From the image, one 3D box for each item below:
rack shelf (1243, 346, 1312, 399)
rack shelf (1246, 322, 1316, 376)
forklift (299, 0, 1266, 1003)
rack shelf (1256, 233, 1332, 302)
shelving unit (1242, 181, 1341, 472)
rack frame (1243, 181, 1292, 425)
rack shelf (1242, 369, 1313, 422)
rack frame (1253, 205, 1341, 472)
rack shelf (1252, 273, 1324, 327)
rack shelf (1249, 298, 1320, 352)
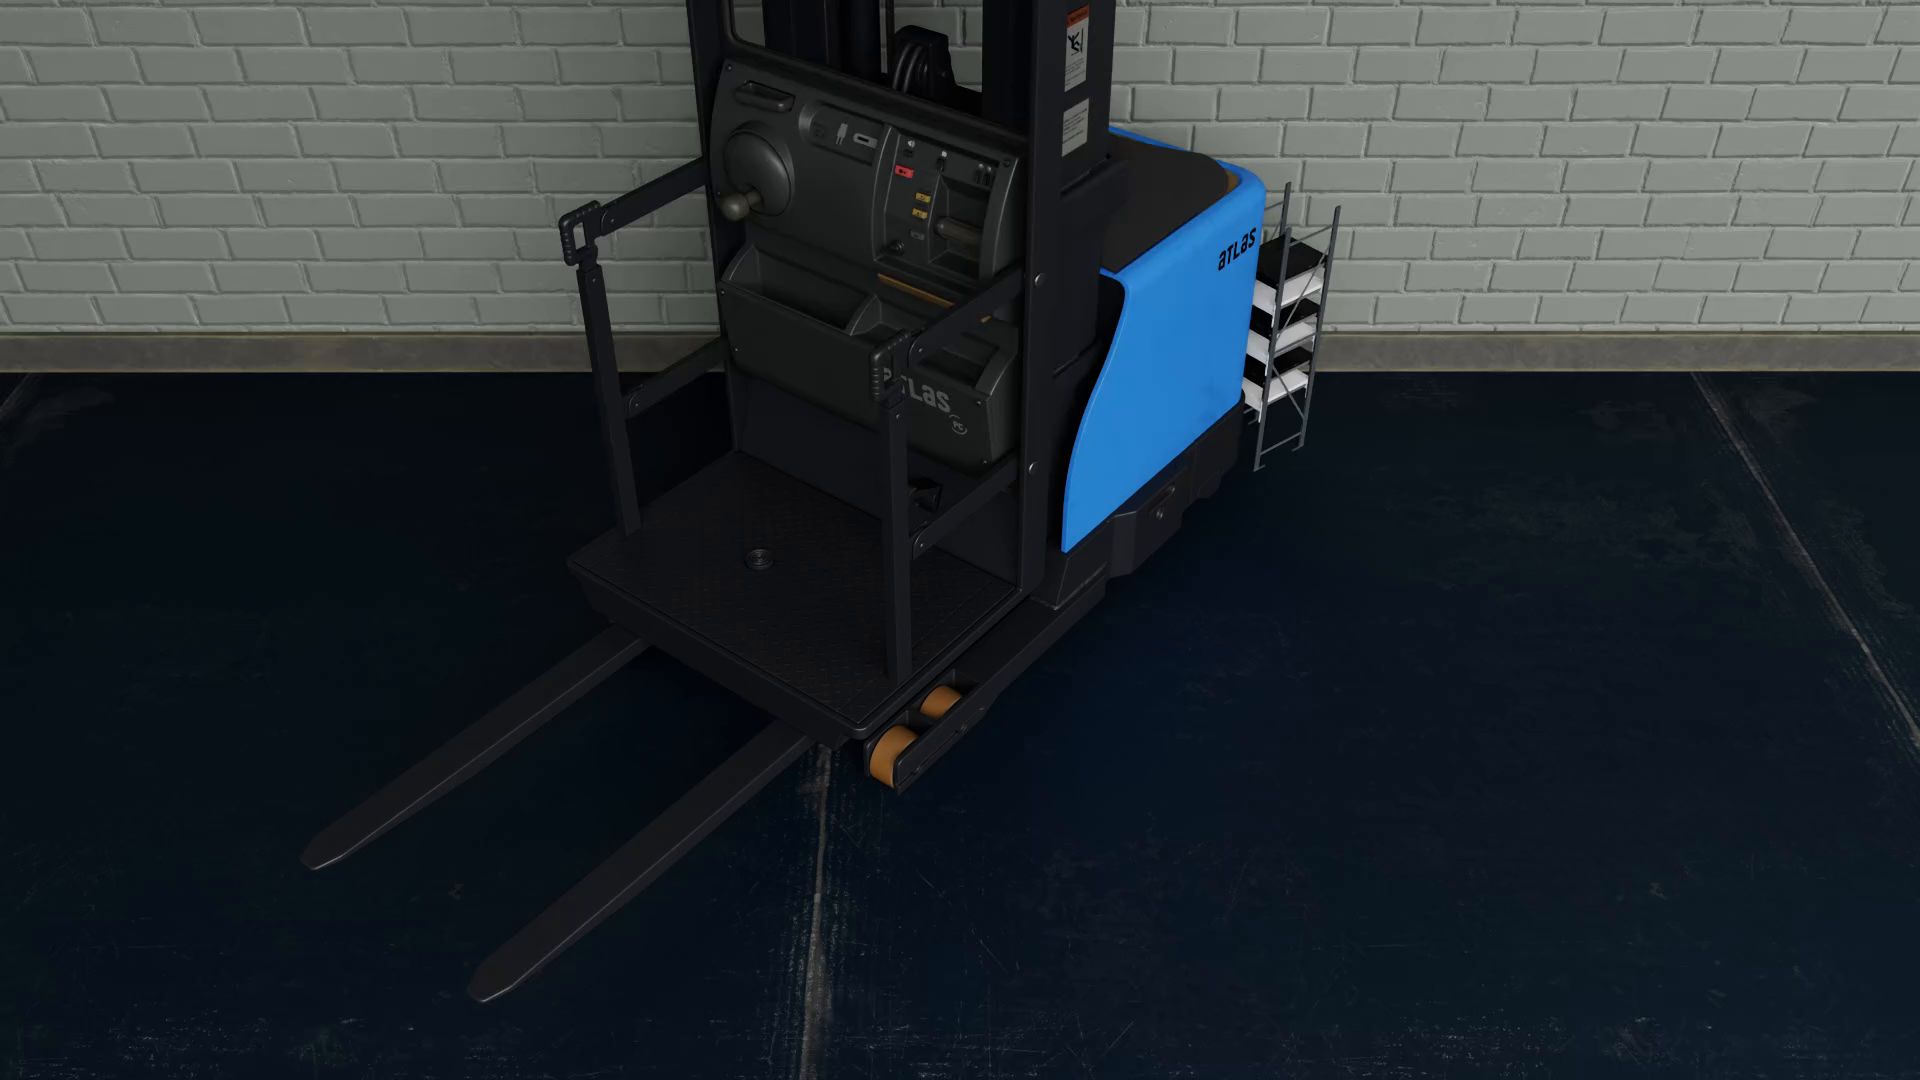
[{"bbox_3d":[1.007,-0.579,5.450,0.258,0.077,0.200,-27,46,-29],"label":"rack shelf"},{"bbox_3d":[1.007,-0.649,5.394,0.258,0.077,0.200,-27,46,-29],"label":"rack shelf"},{"bbox_3d":[-0.383,-0.834,3.947,1.130,2.935,3.031,26,45,29],"label":"forklift"},{"bbox_3d":[1.007,-0.860,5.225,0.258,0.077,0.200,-27,46,-29],"label":"rack shelf"},{"bbox_3d":[1.007,-0.675,5.373,0.258,0.900,0.210,-27,46,-29],"label":"shelving unit"},{"bbox_3d":[0.944,-0.725,5.435,0.240,0.900,0.006,-27,46,-29],"label":"rack frame"},{"bbox_3d":[1.007,-0.509,5.507,0.258,0.077,0.200,-27,46,-29],"label":"rack shelf"},{"bbox_3d":[1.071,-0.626,5.311,0.240,0.900,0.006,-27,46,-29],"label":"rack frame"},{"bbox_3d":[1.007,-0.790,5.282,0.258,0.077,0.200,-27,46,-29],"label":"rack shelf"},{"bbox_3d":[1.007,-0.720,5.338,0.258,0.077,0.200,-27,46,-29],"label":"rack shelf"}]
